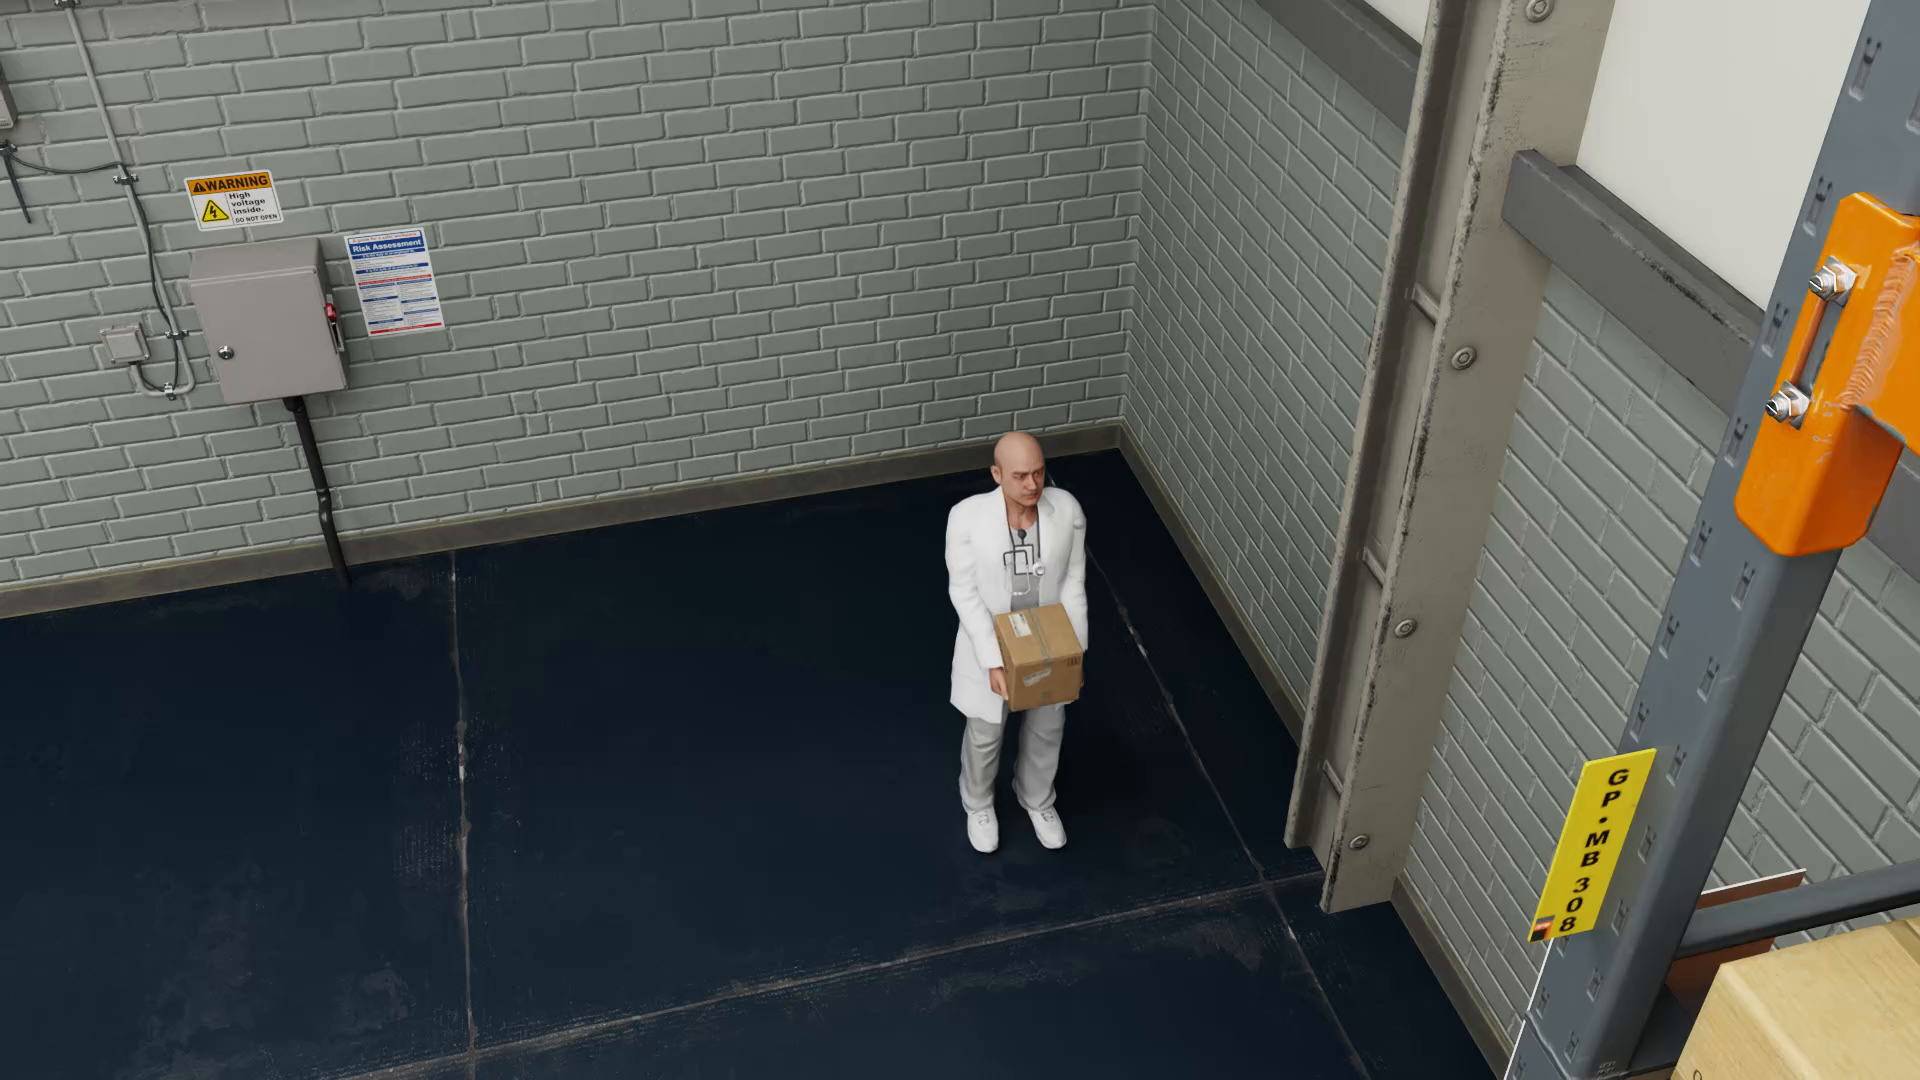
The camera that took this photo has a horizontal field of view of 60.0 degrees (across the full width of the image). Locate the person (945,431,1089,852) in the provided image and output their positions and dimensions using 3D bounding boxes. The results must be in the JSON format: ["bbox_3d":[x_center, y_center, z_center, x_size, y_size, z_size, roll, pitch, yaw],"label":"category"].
[{"bbox_3d":[0.235,0.447,6.150,0.532,1.773,0.554,-9,39,-12],"label":"person"}]
